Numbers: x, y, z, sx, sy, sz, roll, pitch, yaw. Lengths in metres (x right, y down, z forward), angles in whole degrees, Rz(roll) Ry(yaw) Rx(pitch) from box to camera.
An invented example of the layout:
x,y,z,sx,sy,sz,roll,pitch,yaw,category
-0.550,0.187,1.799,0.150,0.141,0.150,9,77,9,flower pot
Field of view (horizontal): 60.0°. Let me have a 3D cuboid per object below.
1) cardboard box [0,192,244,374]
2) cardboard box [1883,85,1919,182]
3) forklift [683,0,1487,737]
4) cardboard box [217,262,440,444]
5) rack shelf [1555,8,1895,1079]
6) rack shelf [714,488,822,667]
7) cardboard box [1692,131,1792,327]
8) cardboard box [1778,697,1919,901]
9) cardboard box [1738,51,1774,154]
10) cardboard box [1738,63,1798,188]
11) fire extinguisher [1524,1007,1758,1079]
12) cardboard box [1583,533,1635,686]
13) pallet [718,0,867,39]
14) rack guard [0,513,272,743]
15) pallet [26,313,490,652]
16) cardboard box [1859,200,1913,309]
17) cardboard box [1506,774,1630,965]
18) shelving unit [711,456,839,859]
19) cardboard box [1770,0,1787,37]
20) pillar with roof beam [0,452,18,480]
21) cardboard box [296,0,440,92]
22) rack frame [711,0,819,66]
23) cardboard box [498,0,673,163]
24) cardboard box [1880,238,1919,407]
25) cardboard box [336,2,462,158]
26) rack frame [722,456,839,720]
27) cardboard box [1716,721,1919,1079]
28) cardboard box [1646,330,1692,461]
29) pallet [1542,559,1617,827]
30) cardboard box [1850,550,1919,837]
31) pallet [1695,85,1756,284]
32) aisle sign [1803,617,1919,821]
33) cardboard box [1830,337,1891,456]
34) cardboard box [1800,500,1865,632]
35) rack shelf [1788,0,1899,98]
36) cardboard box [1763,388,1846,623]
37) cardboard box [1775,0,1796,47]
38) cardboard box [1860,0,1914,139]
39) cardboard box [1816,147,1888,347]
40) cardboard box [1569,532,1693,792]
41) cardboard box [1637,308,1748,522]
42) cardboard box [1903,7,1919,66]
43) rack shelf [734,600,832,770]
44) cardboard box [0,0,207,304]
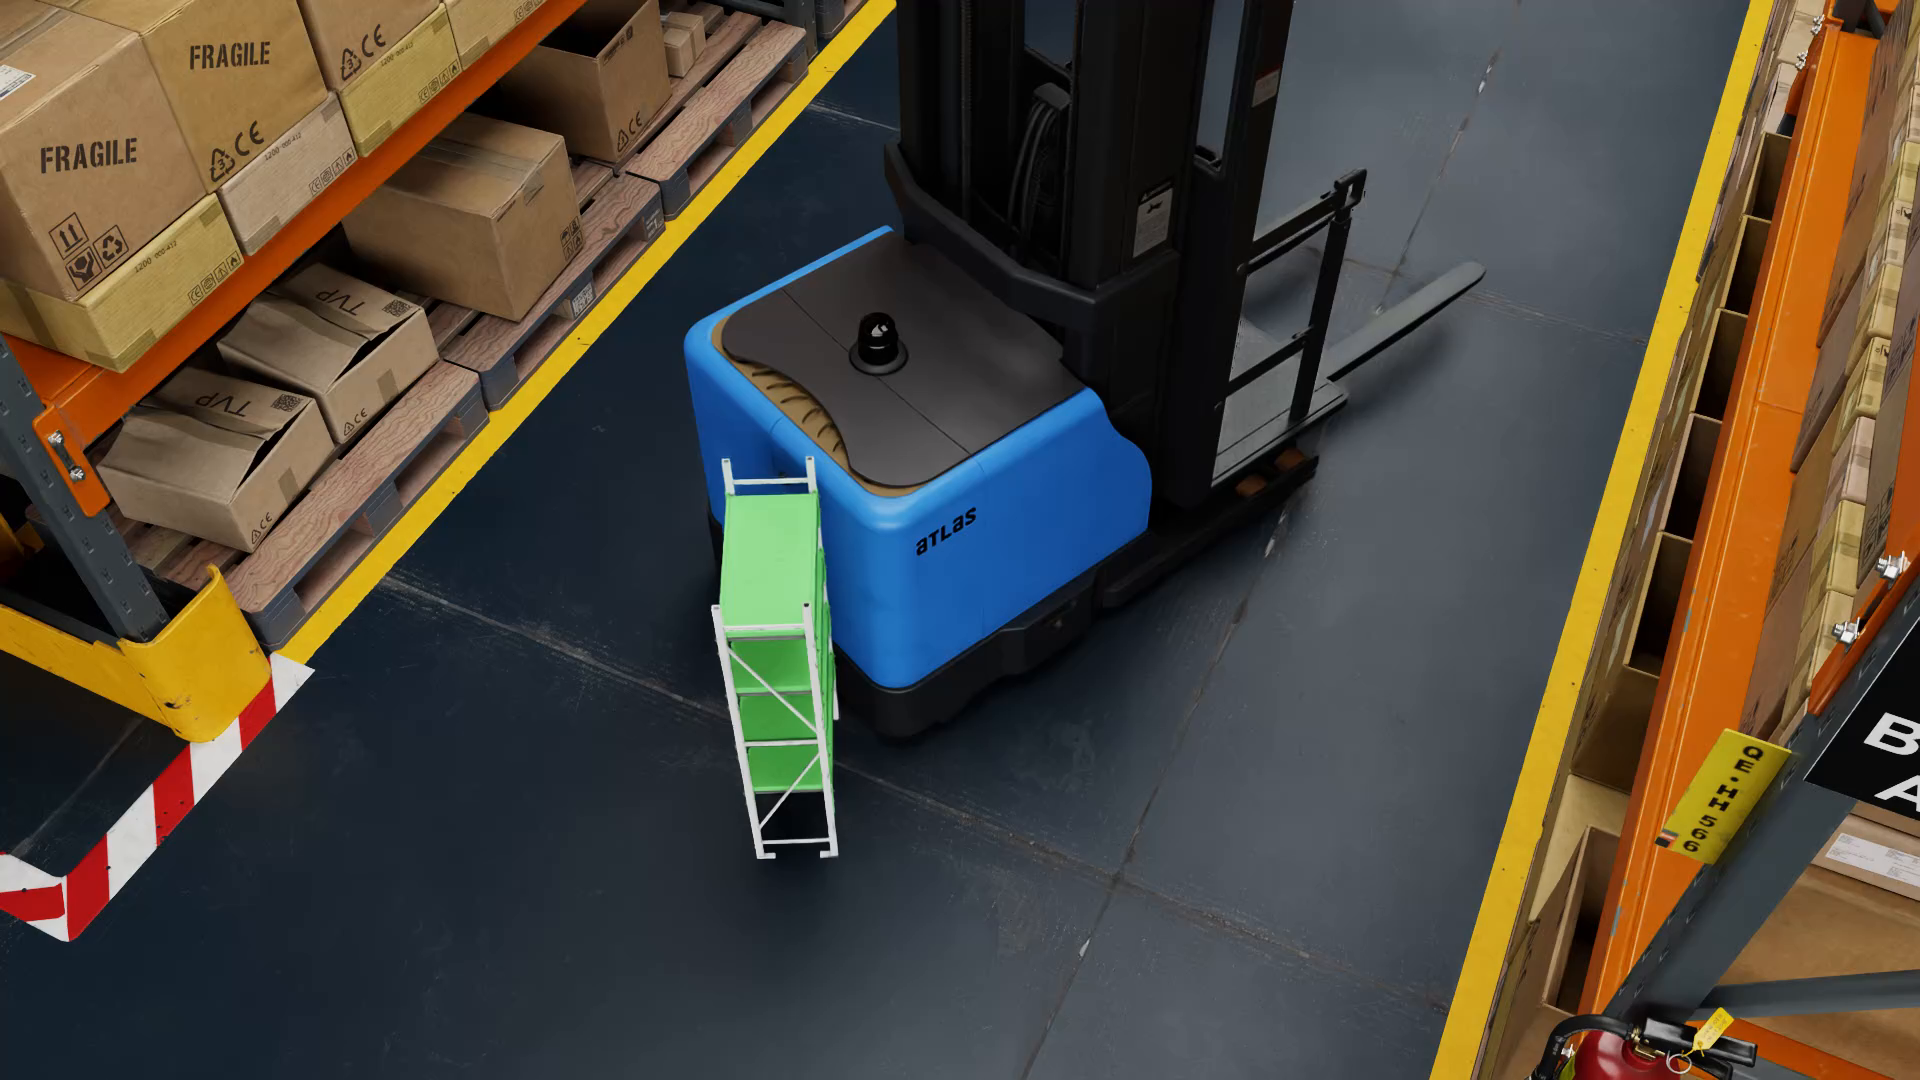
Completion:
x,y,z,sx,sy,sz,roll,pitch,yaw,category
-2.343,-0.766,4.517,0.500,0.250,0.500,18,52,15,cardboard box
2.514,-0.952,4.099,0.380,0.149,0.250,18,52,15,cardboard box
0.630,-1.301,4.933,3.031,2.935,1.130,-32,57,-24,forklift
-2.218,-0.686,5.841,0.500,0.311,0.500,24,54,19,cardboard box
2.496,-0.110,4.346,1.077,0.370,4.000,20,52,16,rack shelf
-0.493,0.095,4.335,0.258,0.148,0.480,-2,50,-2,rack shelf
2.869,-0.991,5.661,0.500,0.500,0.500,20,52,16,cardboard box
1.633,0.467,2.892,0.380,0.149,0.250,19,52,15,cardboard box
3.483,-1.693,6.751,0.500,0.250,0.500,19,52,16,cardboard box
3.264,-1.519,6.234,0.500,0.311,0.500,20,52,16,cardboard box
1.171,0.990,2.989,0.296,0.674,0.183,20,52,16,fire extinguisher
2.234,0.287,5.066,0.500,0.250,0.500,20,52,16,cardboard box
-0.799,-2.962,8.132,1.003,0.211,1.213,20,52,16,pallet
-2.806,0.183,5.266,1.175,0.500,0.348,20,52,16,rack guard
-2.427,-0.272,5.842,1.003,0.211,1.213,20,52,16,pallet
2.293,-0.602,3.801,0.380,0.149,0.250,19,52,16,cardboard box
1.806,0.976,4.480,0.500,0.250,0.500,20,52,16,cardboard box
-0.493,0.364,4.652,0.258,1.200,0.503,-2,50,-2,shelving unit
3.920,-2.395,7.348,0.500,0.250,0.500,21,53,17,cardboard box
0.571,-1.882,1.443,9.100,9.000,0.400,20,52,16,pillar with roof beam
-1.916,-1.698,4.818,0.500,0.500,0.500,18,52,15,cardboard box
-1.130,-3.329,6.613,1.000,3.000,0.127,20,52,16,rack frame
-1.537,-1.934,6.779,0.500,0.500,0.500,16,52,13,cardboard box
2.310,-0.484,3.274,0.700,0.500,0.500,20,52,16,cardboard box
-1.911,-1.477,5.122,0.500,0.250,0.500,19,52,16,cardboard box
-0.503,0.179,4.810,0.240,1.200,0.015,-2,50,-2,rack frame
1.853,0.685,3.132,0.700,0.500,0.500,20,52,16,cardboard box
2.660,-0.402,5.652,0.500,0.250,0.500,20,52,16,cardboard box
2.453,0.561,5.134,1.003,0.211,1.213,20,52,16,pallet
1.875,0.228,2.669,0.700,0.500,0.500,20,52,16,cardboard box
3.630,-1.337,6.749,1.003,0.211,1.213,20,52,16,pallet
1.348,0.141,1.953,0.394,0.787,0.004,20,52,16,aisle sign
2.074,-0.244,3.496,0.380,0.149,0.250,21,53,17,cardboard box
1.852,0.110,3.196,0.380,0.149,0.250,19,52,16,cardboard box
4.205,-2.864,6.690,1.077,0.370,4.000,20,52,16,rack shelf
2.290,-0.019,3.731,0.700,0.500,0.500,20,53,16,cardboard box
3.696,-2.222,6.833,0.500,0.311,0.500,20,52,16,cardboard box
3.167,-1.445,4.944,0.700,0.500,0.500,19,52,15,cardboard box
2.729,-0.735,4.341,0.700,0.500,0.500,21,53,17,cardboard box
2.016,0.387,4.489,0.500,0.500,0.500,20,52,16,cardboard box
2.442,-0.302,5.075,0.500,0.500,0.500,20,52,16,cardboard box
2.734,-1.309,4.402,0.380,0.149,0.250,19,52,16,cardboard box
-0.493,0.406,4.701,0.258,0.148,0.480,-2,50,-2,rack shelf
-2.363,-1.007,4.230,0.500,0.500,0.500,20,52,16,cardboard box
